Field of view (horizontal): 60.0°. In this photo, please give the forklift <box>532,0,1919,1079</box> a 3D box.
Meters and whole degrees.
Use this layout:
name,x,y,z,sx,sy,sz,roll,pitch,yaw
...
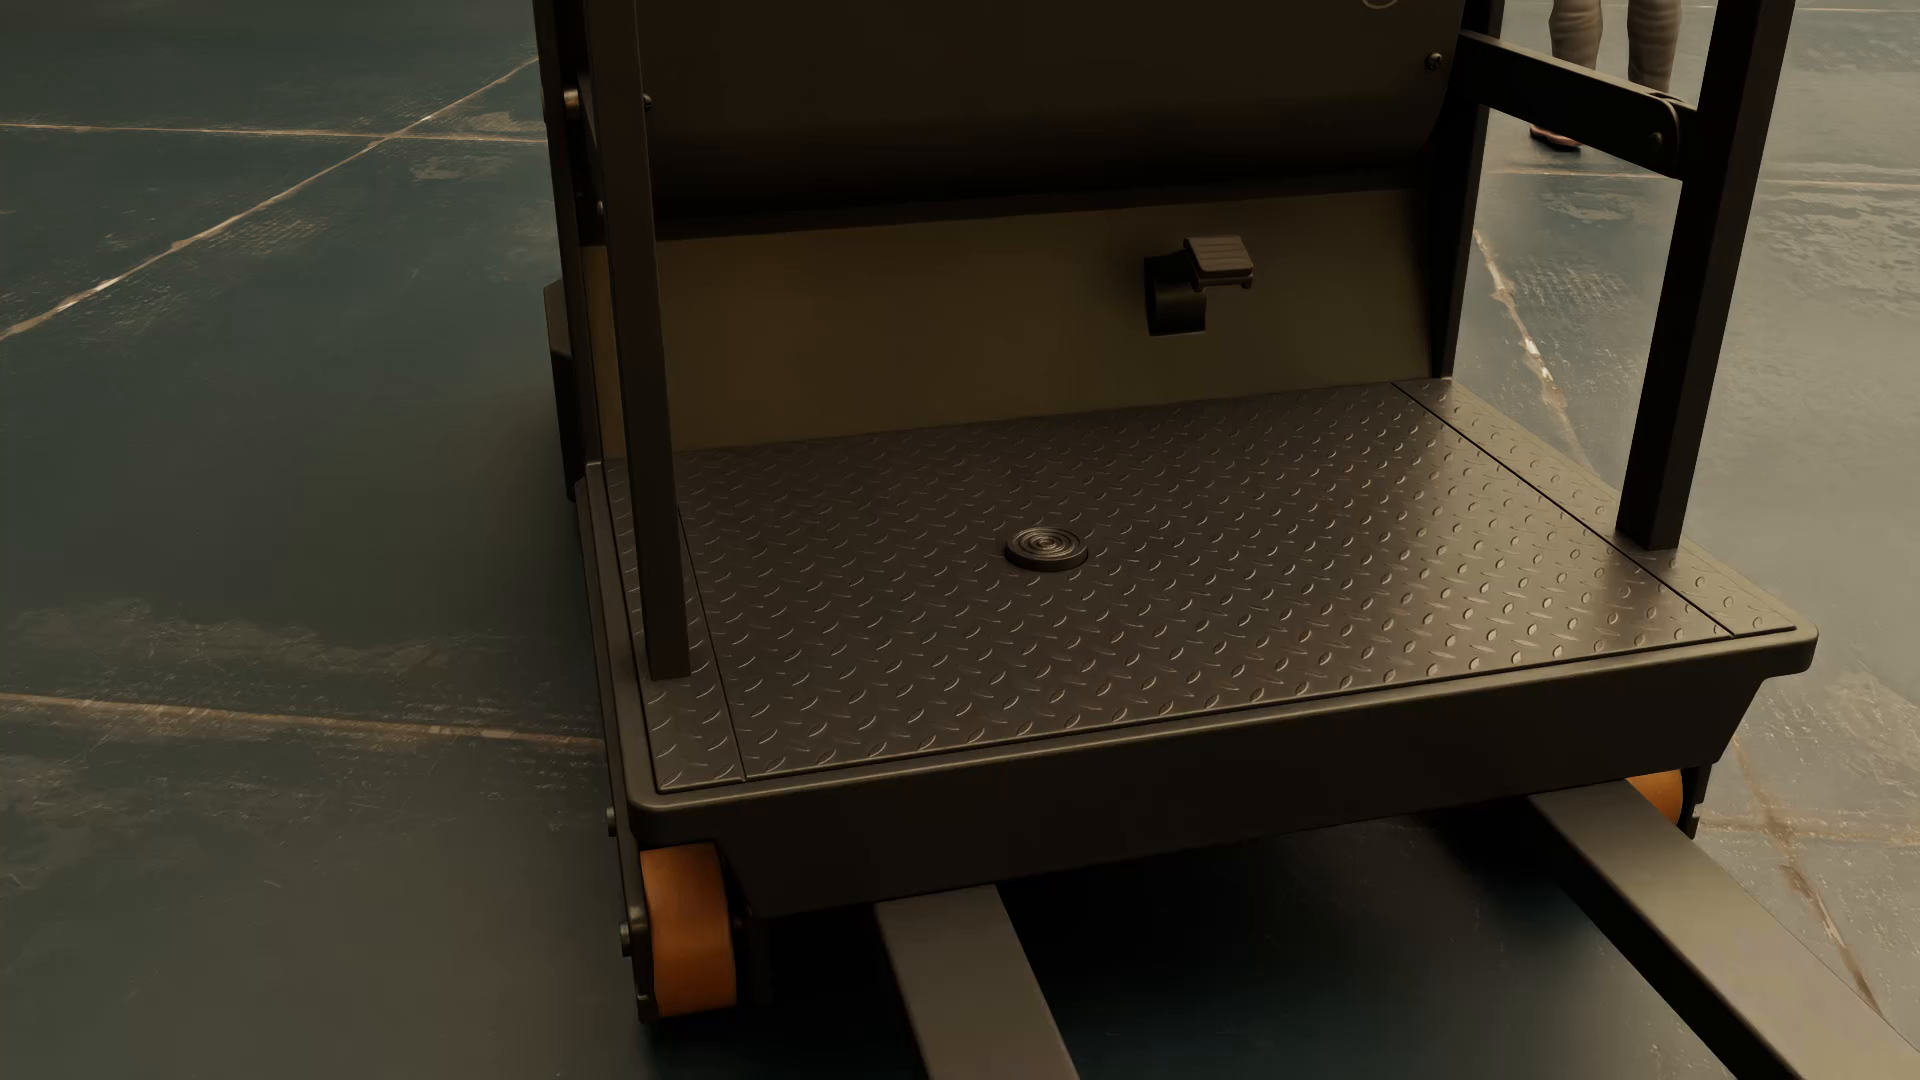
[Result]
name,x,y,z,sx,sy,sz,roll,pitch,yaw
forklift,0.153,-1.049,1.319,1.130,2.935,3.031,-7,27,-13

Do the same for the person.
name,x,y,z,sx,sy,sz,roll,pitch,yaw
person,1.783,-1.900,4.438,0.549,1.656,0.503,5,27,10
